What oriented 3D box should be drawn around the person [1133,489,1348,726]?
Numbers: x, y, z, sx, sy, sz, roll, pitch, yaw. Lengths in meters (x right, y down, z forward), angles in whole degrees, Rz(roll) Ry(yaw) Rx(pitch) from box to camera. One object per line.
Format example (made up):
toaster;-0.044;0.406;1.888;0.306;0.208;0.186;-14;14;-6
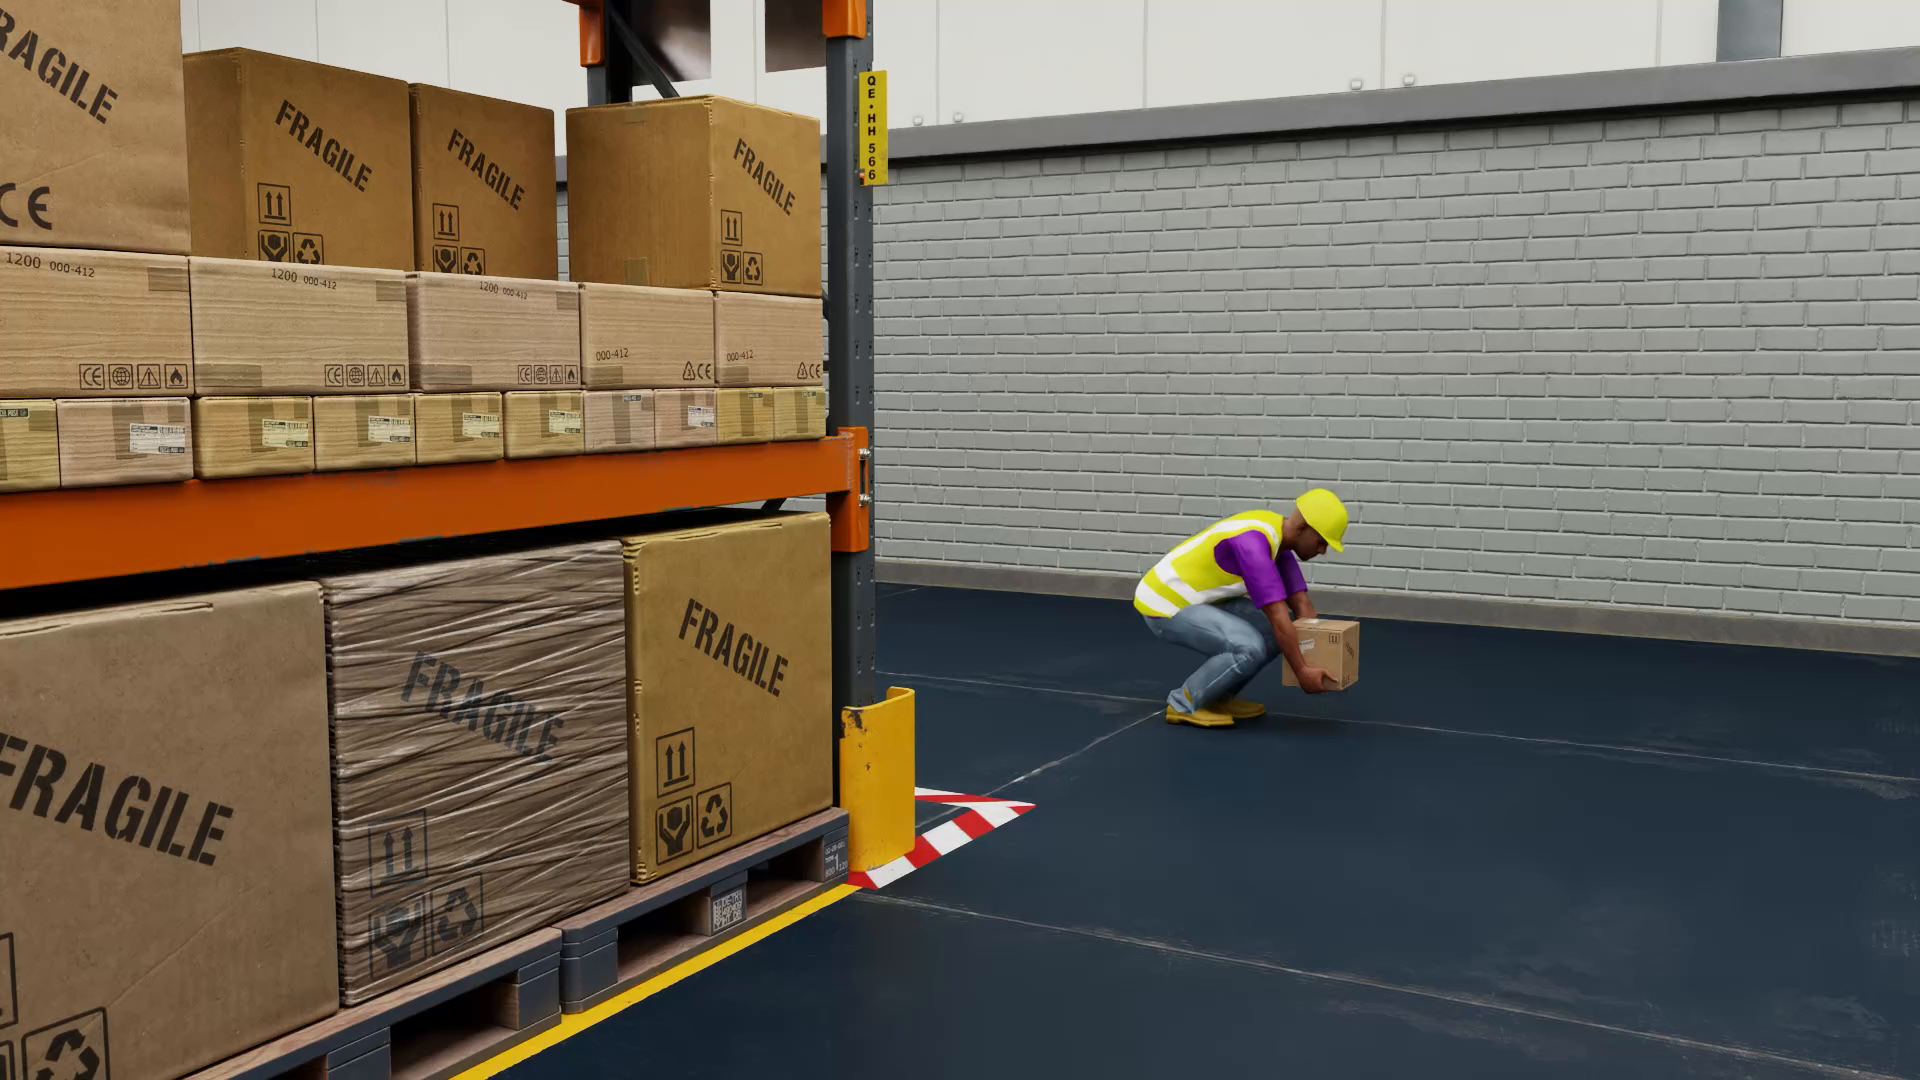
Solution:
person;1.212;0.278;7.058;0.908;1.009;0.540;3;7;27
